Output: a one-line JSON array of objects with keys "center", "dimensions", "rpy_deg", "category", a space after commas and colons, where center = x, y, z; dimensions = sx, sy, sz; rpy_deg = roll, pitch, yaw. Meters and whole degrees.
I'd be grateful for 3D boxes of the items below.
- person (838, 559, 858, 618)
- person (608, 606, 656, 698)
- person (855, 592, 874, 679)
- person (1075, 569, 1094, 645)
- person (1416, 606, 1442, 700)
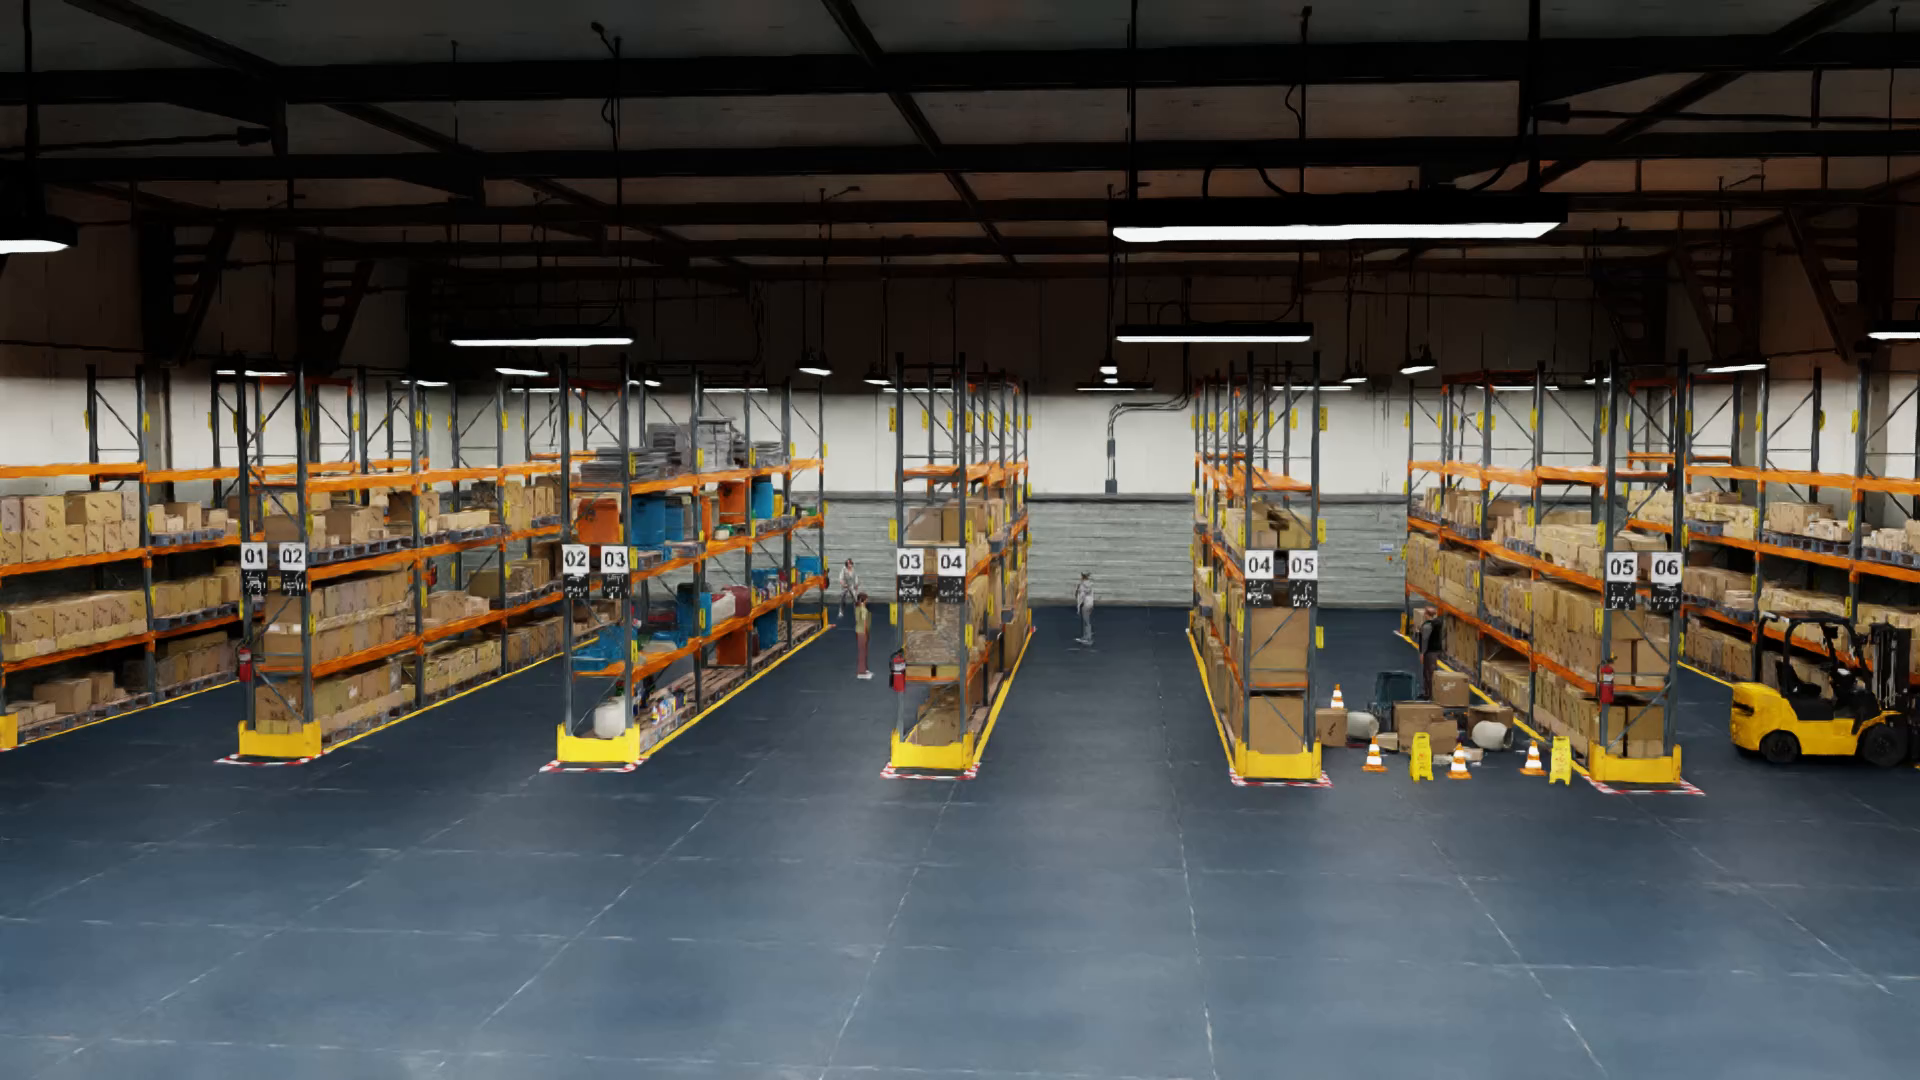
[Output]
[{"center": [-2.837, 1.227, 42.319], "dimensions": [0.559, 1.514, 0.780], "rpy_deg": [-1, 4, -13], "category": "person"}, {"center": [-5.899, 2.012, 30.017], "dimensions": [0.598, 1.734, 0.988], "rpy_deg": [2, 5, 26], "category": "person"}, {"center": [-1.855, 1.846, 32.475], "dimensions": [0.441, 1.675, 0.498], "rpy_deg": [-2, 4, -23], "category": "person"}, {"center": [2.801, 1.497, 37.426], "dimensions": [0.550, 1.666, 0.579], "rpy_deg": [2, 5, 31], "category": "person"}, {"center": [8.351, 2.027, 29.666], "dimensions": [0.583, 1.707, 0.630], "rpy_deg": [2, 5, 31], "category": "person"}]
